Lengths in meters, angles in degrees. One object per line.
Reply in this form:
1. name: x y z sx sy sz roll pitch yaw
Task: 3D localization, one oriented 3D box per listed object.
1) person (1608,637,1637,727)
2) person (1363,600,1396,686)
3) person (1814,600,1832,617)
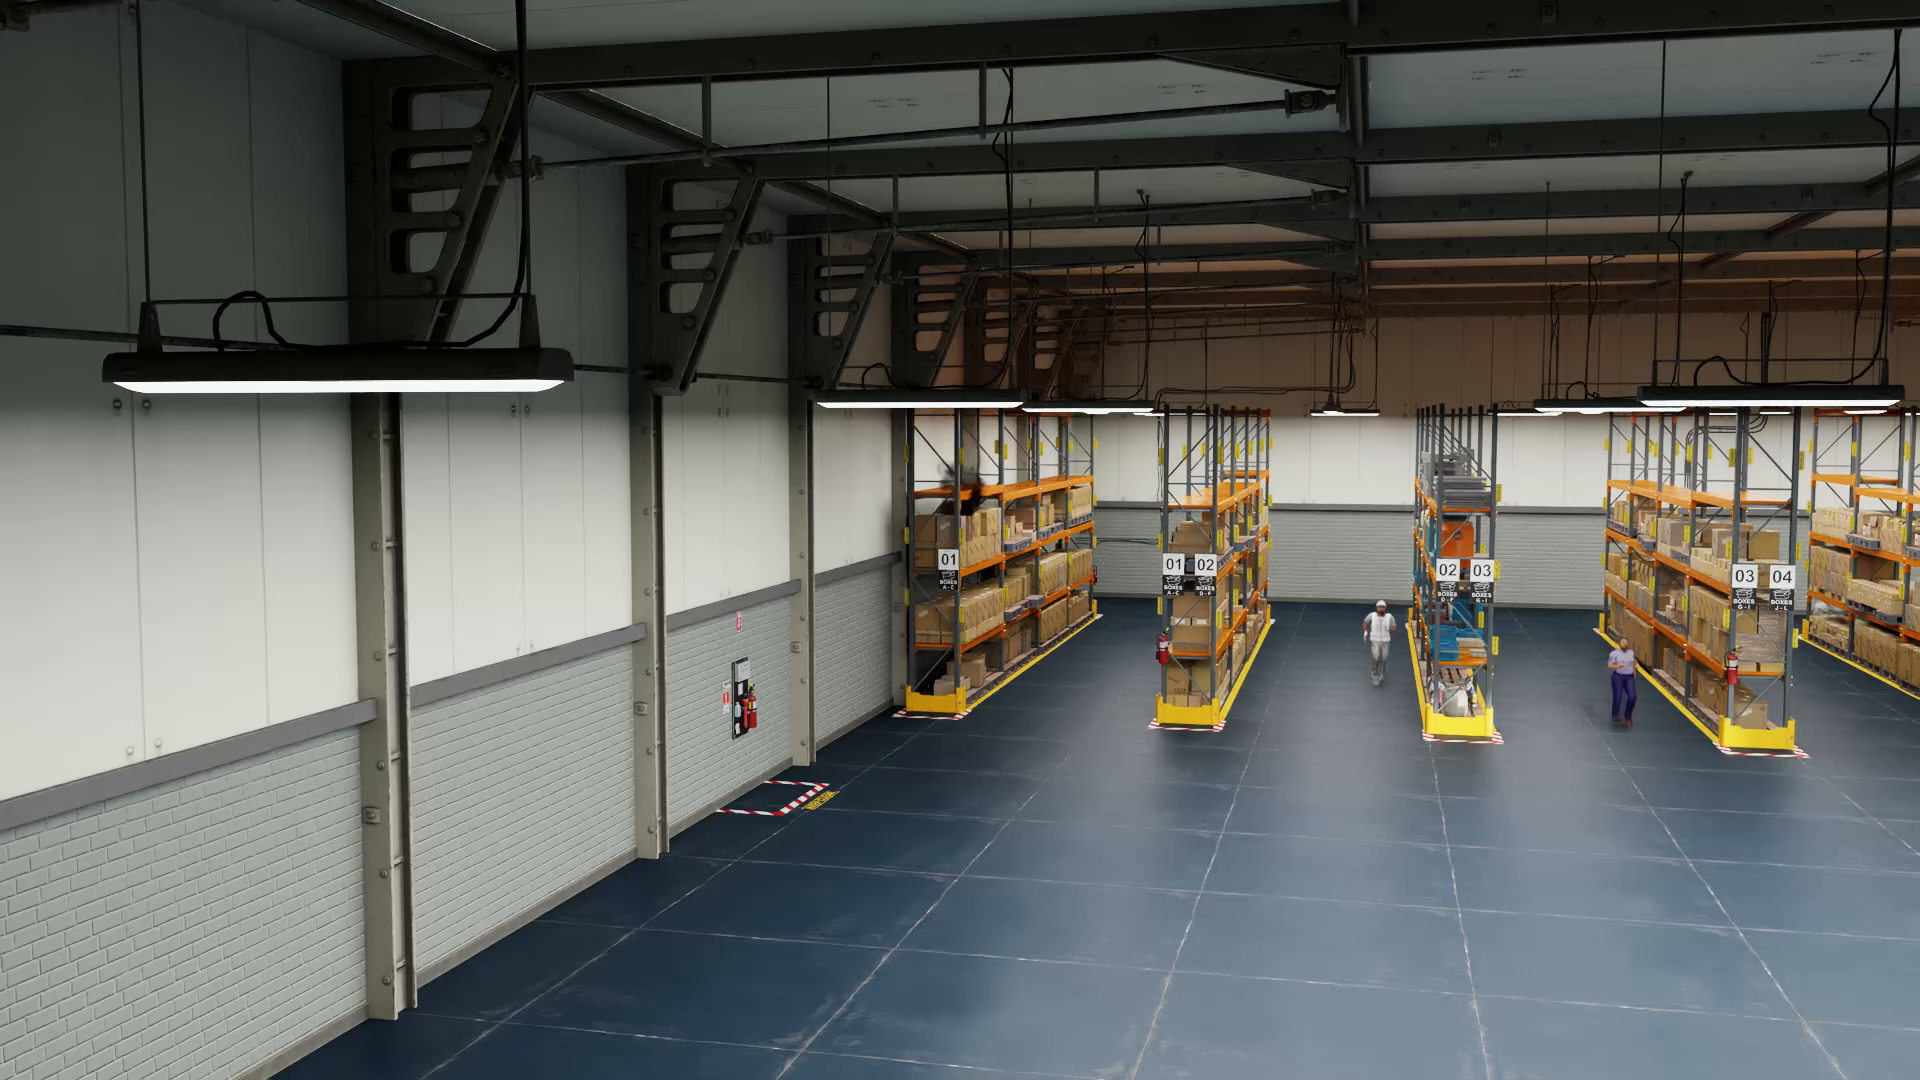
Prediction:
1. person: 12.389 2.653 31.049 0.582 1.695 0.680 1 4 7
2. person: 9.060 2.222 35.874 0.662 1.839 0.776 0 4 4
3. person: 23.029 1.632 44.297 0.591 1.735 0.772 1 4 10
